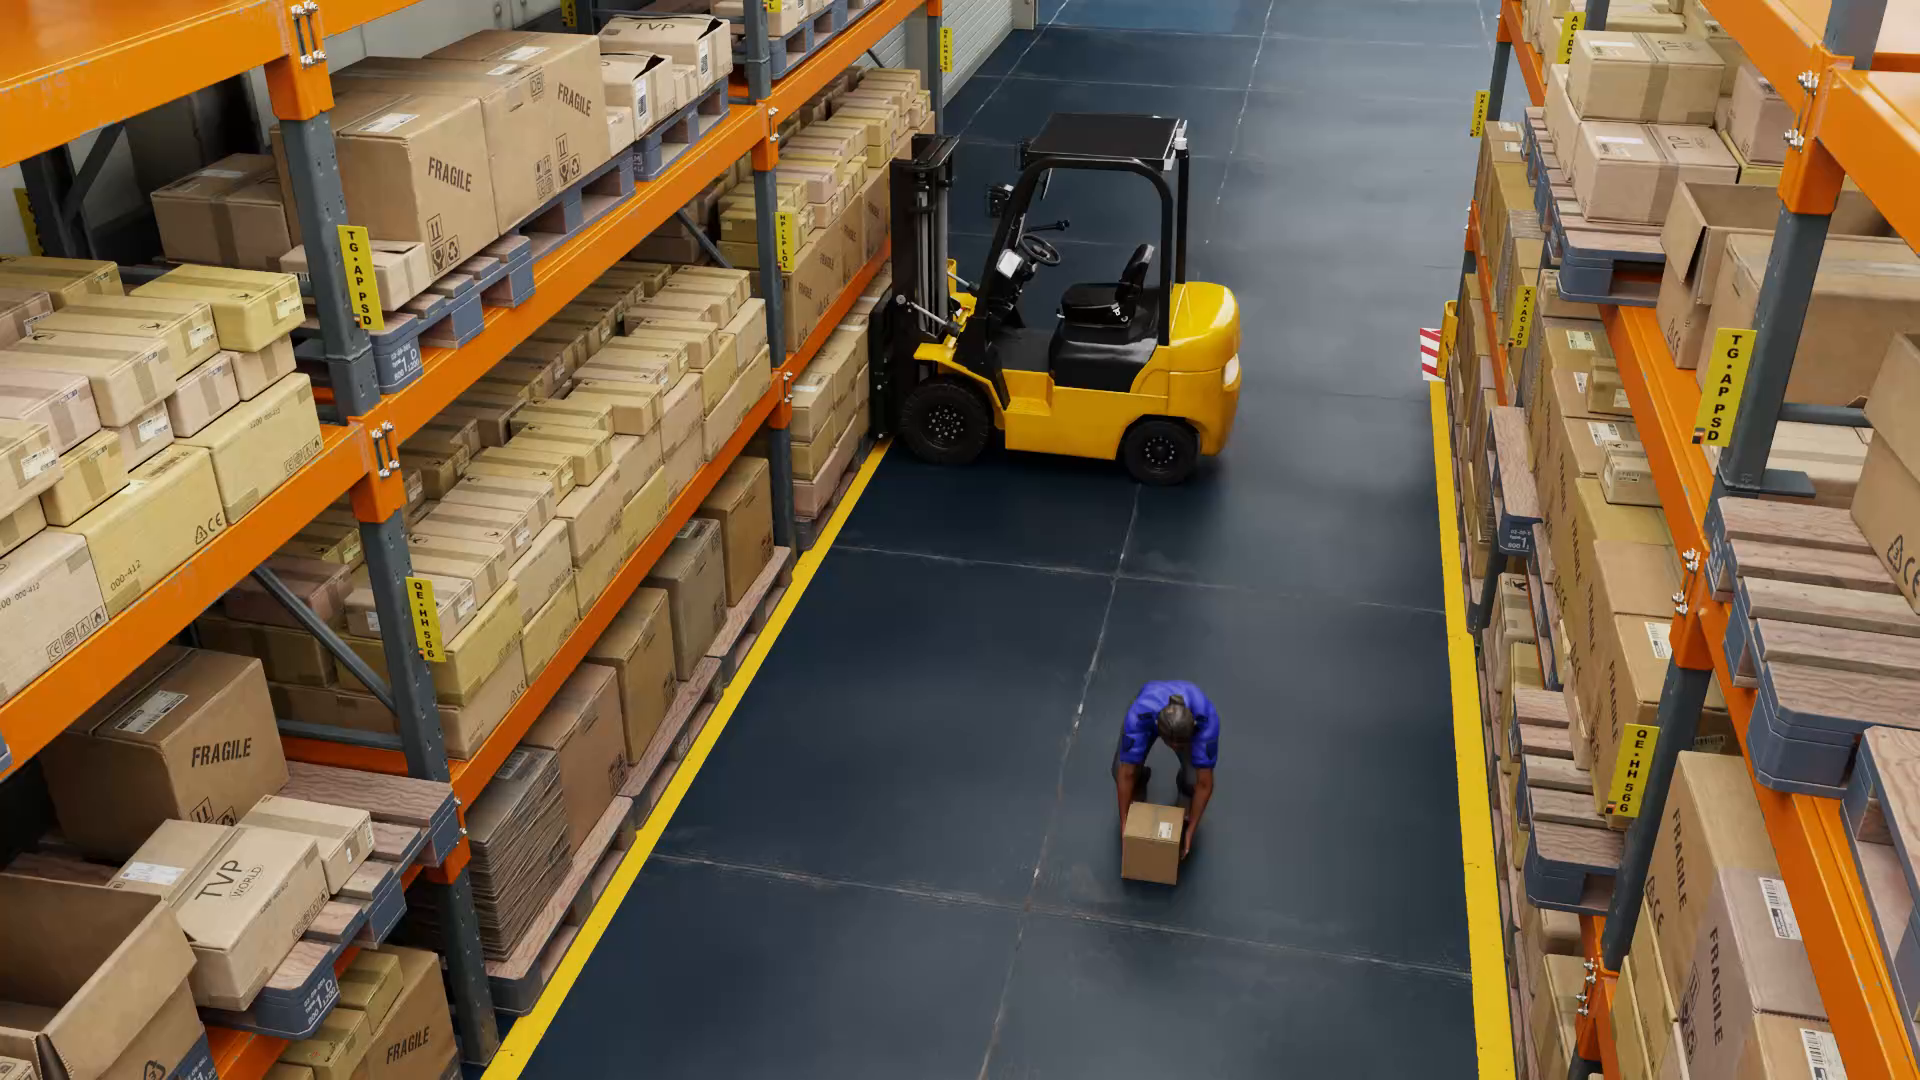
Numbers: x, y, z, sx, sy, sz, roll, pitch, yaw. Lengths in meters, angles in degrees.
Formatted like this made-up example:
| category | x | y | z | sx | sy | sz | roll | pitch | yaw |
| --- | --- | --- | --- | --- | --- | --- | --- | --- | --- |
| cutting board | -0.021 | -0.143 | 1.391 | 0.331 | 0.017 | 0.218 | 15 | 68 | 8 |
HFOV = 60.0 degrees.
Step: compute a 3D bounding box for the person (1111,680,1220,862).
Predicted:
| category | x | y | z | sx | sy | sz | roll | pitch | yaw |
| --- | --- | --- | --- | --- | --- | --- | --- | --- | --- |
| person | 0.959 | 0.961 | 7.729 | 0.483 | 0.846 | 0.814 | 6 | 30 | 11 |
